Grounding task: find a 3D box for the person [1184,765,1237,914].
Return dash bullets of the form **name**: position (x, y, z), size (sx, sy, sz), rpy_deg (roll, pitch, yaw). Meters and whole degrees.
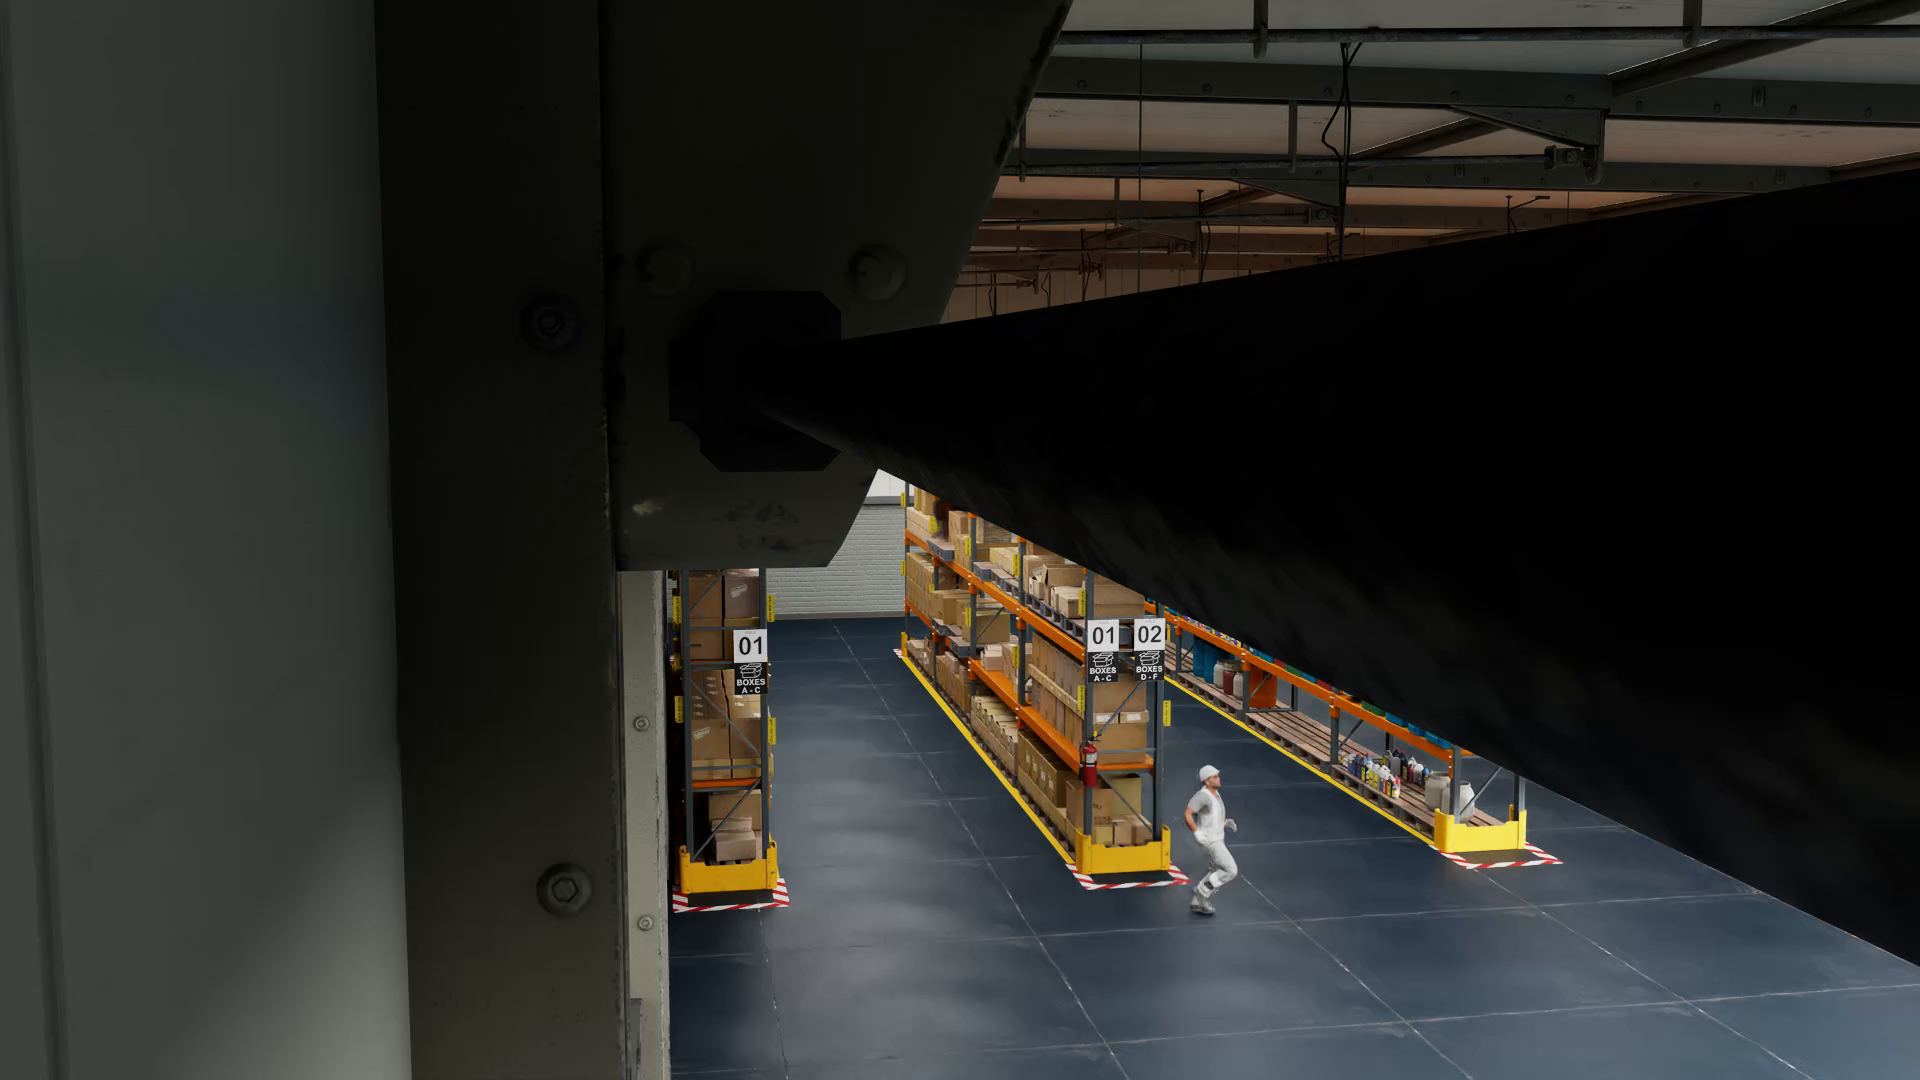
- **person**: position (2.933, 3.470, 19.237), size (0.596, 1.715, 0.675), rpy_deg (2, 6, 18)
